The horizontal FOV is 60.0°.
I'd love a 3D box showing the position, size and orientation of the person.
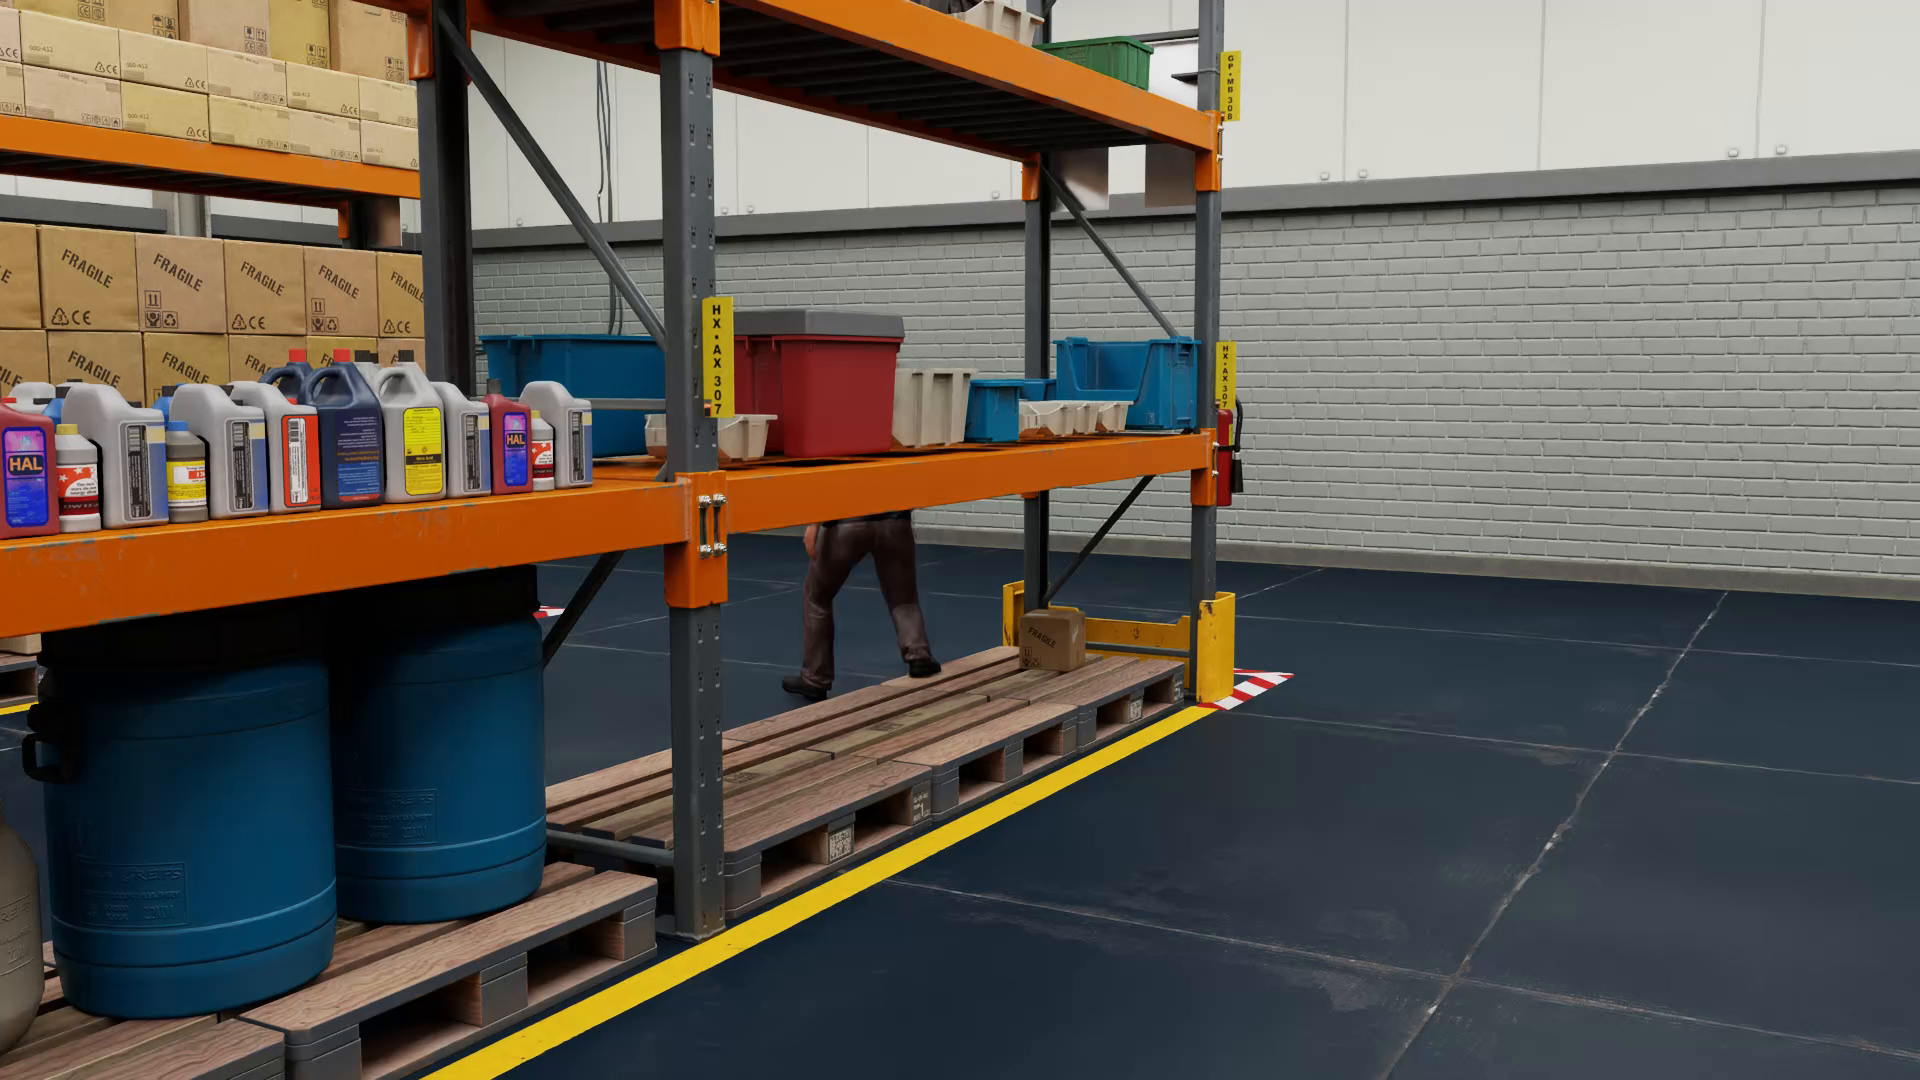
[{"bbox_3d":[-0.453,-0.040,7.899,0.672,1.665,0.872,-2,6,-18],"label":"person"}]
